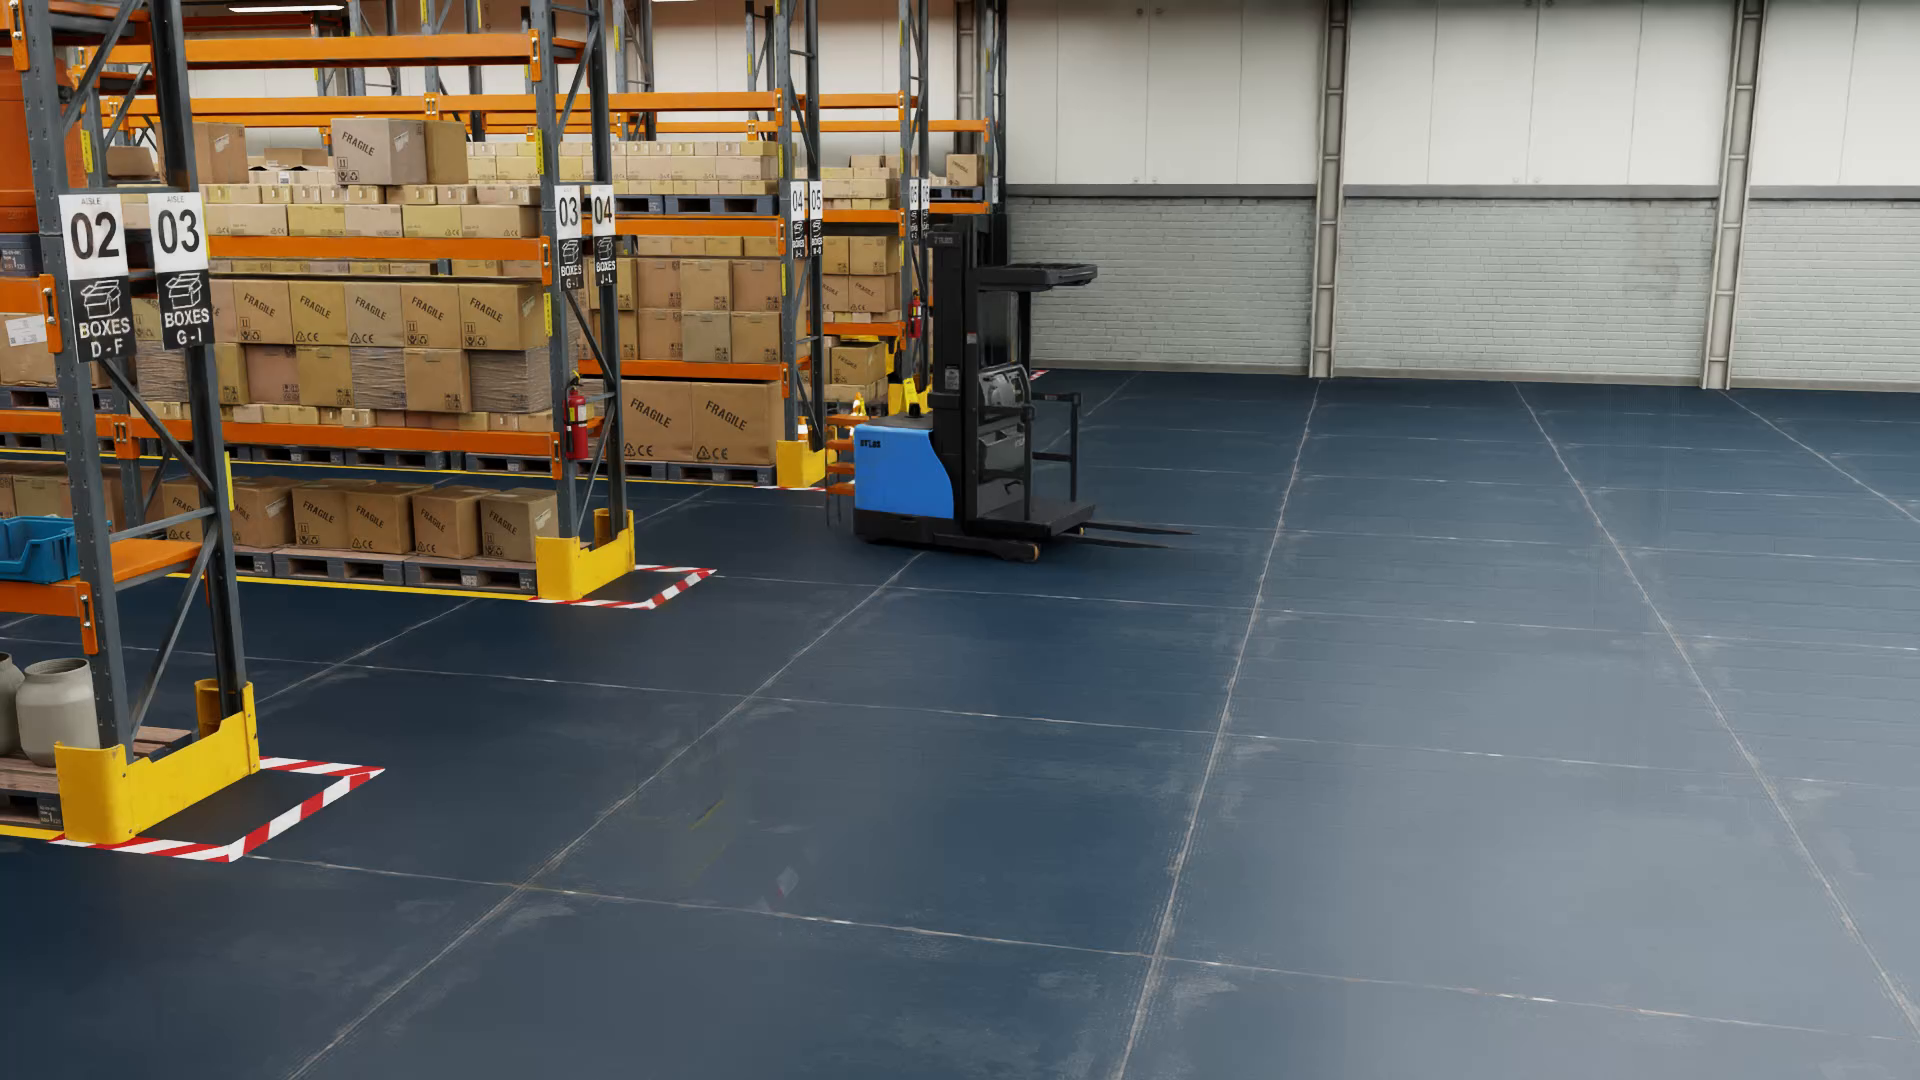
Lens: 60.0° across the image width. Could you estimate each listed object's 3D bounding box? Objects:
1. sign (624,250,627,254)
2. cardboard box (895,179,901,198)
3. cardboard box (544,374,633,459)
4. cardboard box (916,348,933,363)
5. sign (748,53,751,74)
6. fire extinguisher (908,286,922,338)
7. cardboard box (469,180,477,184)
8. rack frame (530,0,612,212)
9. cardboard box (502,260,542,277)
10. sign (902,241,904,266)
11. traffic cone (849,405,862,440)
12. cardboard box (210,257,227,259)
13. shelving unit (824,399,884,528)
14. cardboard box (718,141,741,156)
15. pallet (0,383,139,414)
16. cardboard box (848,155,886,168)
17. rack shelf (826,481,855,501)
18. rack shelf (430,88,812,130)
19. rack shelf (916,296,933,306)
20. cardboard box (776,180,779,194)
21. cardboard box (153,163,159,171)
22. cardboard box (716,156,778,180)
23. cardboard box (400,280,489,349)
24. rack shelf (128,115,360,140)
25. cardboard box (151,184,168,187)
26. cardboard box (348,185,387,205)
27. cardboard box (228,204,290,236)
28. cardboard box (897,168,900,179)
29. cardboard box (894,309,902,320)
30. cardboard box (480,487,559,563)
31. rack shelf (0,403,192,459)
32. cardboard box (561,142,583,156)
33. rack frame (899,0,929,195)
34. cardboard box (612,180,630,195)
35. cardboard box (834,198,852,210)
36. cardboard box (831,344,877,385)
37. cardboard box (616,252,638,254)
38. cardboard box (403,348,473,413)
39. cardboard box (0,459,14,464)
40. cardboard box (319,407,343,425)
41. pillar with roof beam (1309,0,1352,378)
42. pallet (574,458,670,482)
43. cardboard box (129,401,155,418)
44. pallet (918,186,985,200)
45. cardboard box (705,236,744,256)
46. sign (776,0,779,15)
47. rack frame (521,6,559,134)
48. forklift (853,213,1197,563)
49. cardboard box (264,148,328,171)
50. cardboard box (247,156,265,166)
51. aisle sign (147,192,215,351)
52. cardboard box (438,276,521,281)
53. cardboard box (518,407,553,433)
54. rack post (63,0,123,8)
[{"bbox_3d":[-4.619,-3.849,23.002,0.005,0.325,0.100,3,13,14],"label":"sign"},{"bbox_3d":[-1.030,-4.812,22.748,0.500,0.250,0.500,3,13,13],"label":"cardboard box"},{"bbox_3d":[-4.107,-1.429,18.702,0.875,0.875,0.875,3,13,14],"label":"cardboard box"},{"bbox_3d":[-0.432,-3.086,27.612,0.500,0.250,0.500,3,13,14],"label":"cardboard box"},{"bbox_3d":[-3.422,-7.754,27.083,0.005,0.325,0.100,3,13,14],"label":"sign"},{"bbox_3d":[-0.605,-3.053,22.263,0.183,0.674,0.296,3,13,14],"label":"fire extinguisher"},{"bbox_3d":[-5.305,-3.860,18.177,0.250,0.149,0.380,3,13,13],"label":"cardboard box"},{"bbox_3d":[-2.980,-4.038,12.676,0.127,3.000,1.000,3,13,14],"label":"rack frame"},{"bbox_3d":[-4.665,-2.925,18.668,0.550,0.550,0.875,3,13,14],"label":"cardboard box"},{"bbox_3d":[-0.758,-3.797,22.037,0.005,0.325,0.100,3,13,14],"label":"sign"},{"bbox_3d":[-1.268,-1.455,20.739,0.334,0.463,0.336,3,13,14],"label":"traffic cone"},{"bbox_3d":[-9.027,-3.074,19.641,0.500,0.500,0.700,3,13,13],"label":"cardboard box"},{"bbox_3d":[-0.990,-0.702,15.645,0.503,1.200,0.258,6,14,27],"label":"shelving unit"},{"bbox_3d":[-2.344,-4.091,17.379,0.250,0.149,0.380,3,13,14],"label":"cardboard box"},{"bbox_3d":[-7.571,-1.294,14.598,1.213,0.211,1.003,3,13,14],"label":"pallet"},{"bbox_3d":[-1.437,-6.090,27.411,0.637,0.503,0.797,3,13,15],"label":"cardboard box"},{"bbox_3d":[-0.990,-0.443,15.703,0.480,0.148,0.258,6,14,27],"label":"rack shelf"},{"bbox_3d":[-3.635,-4.633,17.942,4.000,0.370,1.077,3,13,14],"label":"rack shelf"},{"bbox_3d":[-1.362,-3.990,27.970,4.000,0.370,1.077,3,13,14],"label":"rack shelf"},{"bbox_3d":[-1.950,-3.828,18.033,0.250,0.149,0.380,3,13,14],"label":"cardboard box"},{"bbox_3d":[-14.583,-6.772,30.429,0.500,0.250,0.500,3,13,13],"label":"cardboard box"},{"bbox_3d":[-2.236,-3.904,17.455,0.500,0.250,0.500,3,13,14],"label":"cardboard box"},{"bbox_3d":[-4.060,-1.793,13.180,0.500,0.500,0.500,3,13,14],"label":"cardboard box"},{"bbox_3d":[-10.314,-6.095,24.529,4.000,0.370,1.077,3,13,14],"label":"rack shelf"},{"bbox_3d":[-6.347,-2.822,13.543,0.250,0.149,0.380,2,13,11],"label":"cardboard box"},{"bbox_3d":[-4.586,-2.713,13.054,0.250,0.149,0.380,2,13,11],"label":"cardboard box"},{"bbox_3d":[-5.493,-2.577,13.359,0.500,0.250,0.500,3,13,11],"label":"cardboard box"},{"bbox_3d":[-0.902,-4.986,22.611,0.250,0.149,0.380,3,13,13],"label":"cardboard box"},{"bbox_3d":[-0.886,-3.132,23.021,0.250,0.149,0.380,3,13,14],"label":"cardboard box"},{"bbox_3d":[-3.582,-0.130,13.713,0.500,0.500,0.500,6,14,24],"label":"cardboard box"},{"bbox_3d":[-8.805,-1.070,14.807,4.000,0.370,1.077,3,13,14],"label":"rack shelf"},{"bbox_3d":[-4.069,-4.184,17.794,0.250,0.149,0.380,3,13,13],"label":"cardboard box"},{"bbox_3d":[-0.606,-6.122,22.068,0.127,3.000,1.000,3,13,14],"label":"rack frame"},{"bbox_3d":[-3.578,-3.768,17.763,0.250,0.149,0.380,3,13,14],"label":"cardboard box"},{"bbox_3d":[-1.518,-4.522,22.361,0.250,0.149,0.380,3,13,15],"label":"cardboard box"},{"bbox_3d":[-1.446,-2.409,22.830,0.500,0.500,0.500,3,13,14],"label":"cardboard box"},{"bbox_3d":[-4.876,-3.885,23.947,0.500,0.500,0.500,3,13,15],"label":"cardboard box"},{"bbox_3d":[-4.022,-1.339,13.440,0.500,0.500,0.875,3,13,14],"label":"cardboard box"},{"bbox_3d":[-8.998,-0.434,15.038,0.500,0.500,0.700,4,13,18],"label":"cardboard box"},{"bbox_3d":[-5.014,-1.042,13.599,0.250,0.149,0.380,3,13,14],"label":"cardboard box"},{"bbox_3d":[4.914,-6.175,22.307,0.400,9.000,9.100,3,13,14],"label":"pillar with roof beam"},{"bbox_3d":[-3.669,-0.875,18.705,1.213,0.211,1.003,3,13,14],"label":"pallet"},{"bbox_3d":[-6.727,-1.120,13.953,0.250,0.149,0.380,3,13,14],"label":"cardboard box"},{"bbox_3d":[-0.100,-5.701,27.298,1.213,0.211,1.003,3,13,14],"label":"pallet"},{"bbox_3d":[-3.142,-3.952,22.911,0.500,0.500,0.700,3,13,12],"label":"cardboard box"},{"bbox_3d":[-1.837,-5.457,16.732,0.005,0.325,0.100,3,13,14],"label":"sign"},{"bbox_3d":[-7.187,-7.581,28.645,0.127,3.000,1.000,3,13,14],"label":"rack frame"},{"bbox_3d":[0.575,-1.366,14.642,3.031,2.935,1.130,6,14,27],"label":"forklift"},{"bbox_3d":[-7.706,-4.298,19.341,0.500,0.500,0.500,3,13,14],"label":"cardboard box"},{"bbox_3d":[-10.153,-5.357,24.346,0.500,0.500,0.500,3,13,14],"label":"cardboard box"},{"bbox_3d":[-4.027,-1.395,8.610,0.004,0.787,0.394,3,13,14],"label":"aisle sign"},{"bbox_3d":[-3.932,-1.905,13.685,0.500,0.500,0.500,3,13,14],"label":"cardboard box"},{"bbox_3d":[-3.306,-0.958,13.224,0.250,0.149,0.380,3,13,14],"label":"cardboard box"},{"bbox_3d":[-4.870,-2.819,8.333,0.954,0.300,0.937,5,13,20],"label":"rack post"}]
